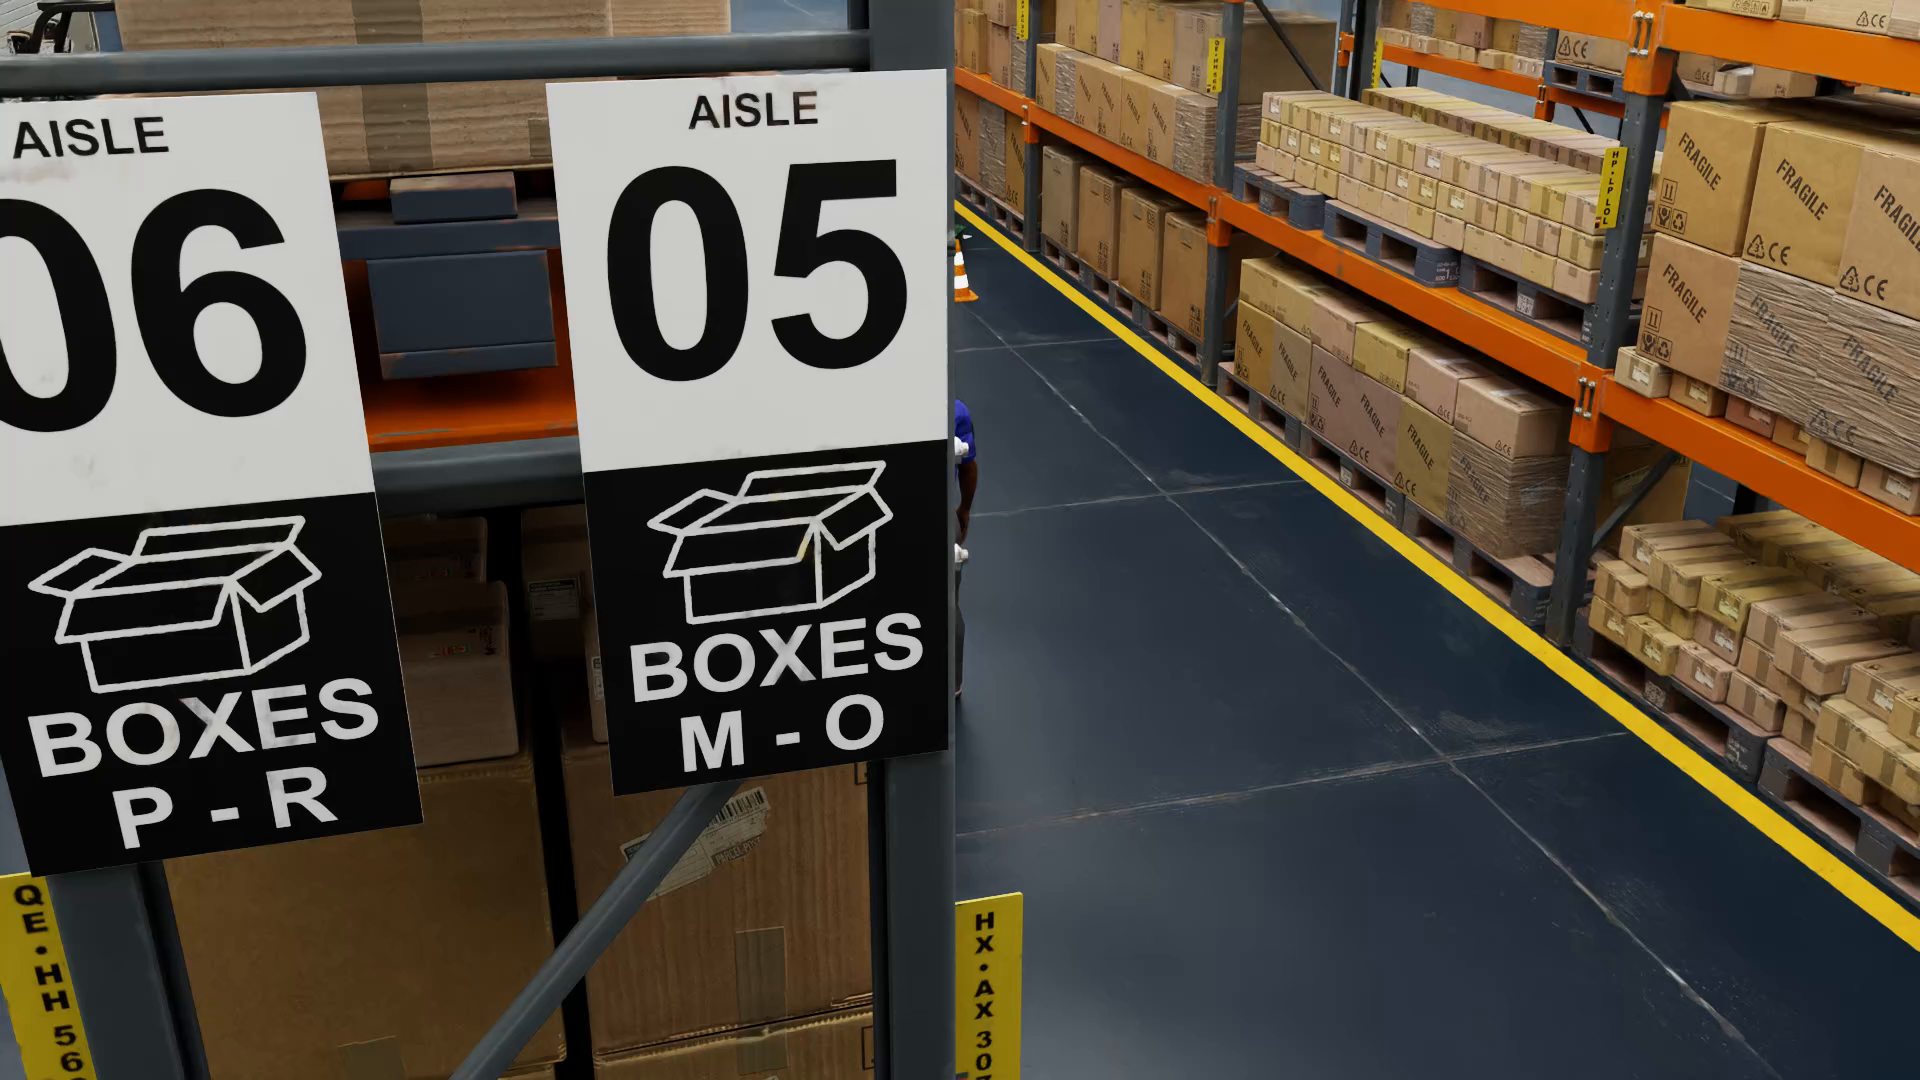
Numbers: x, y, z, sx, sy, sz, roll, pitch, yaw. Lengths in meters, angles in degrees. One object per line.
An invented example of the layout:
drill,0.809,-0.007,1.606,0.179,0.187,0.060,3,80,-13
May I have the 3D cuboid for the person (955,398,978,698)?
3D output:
person,-0.194,-0.053,6.705,0.549,1.657,0.502,-12,26,-27
